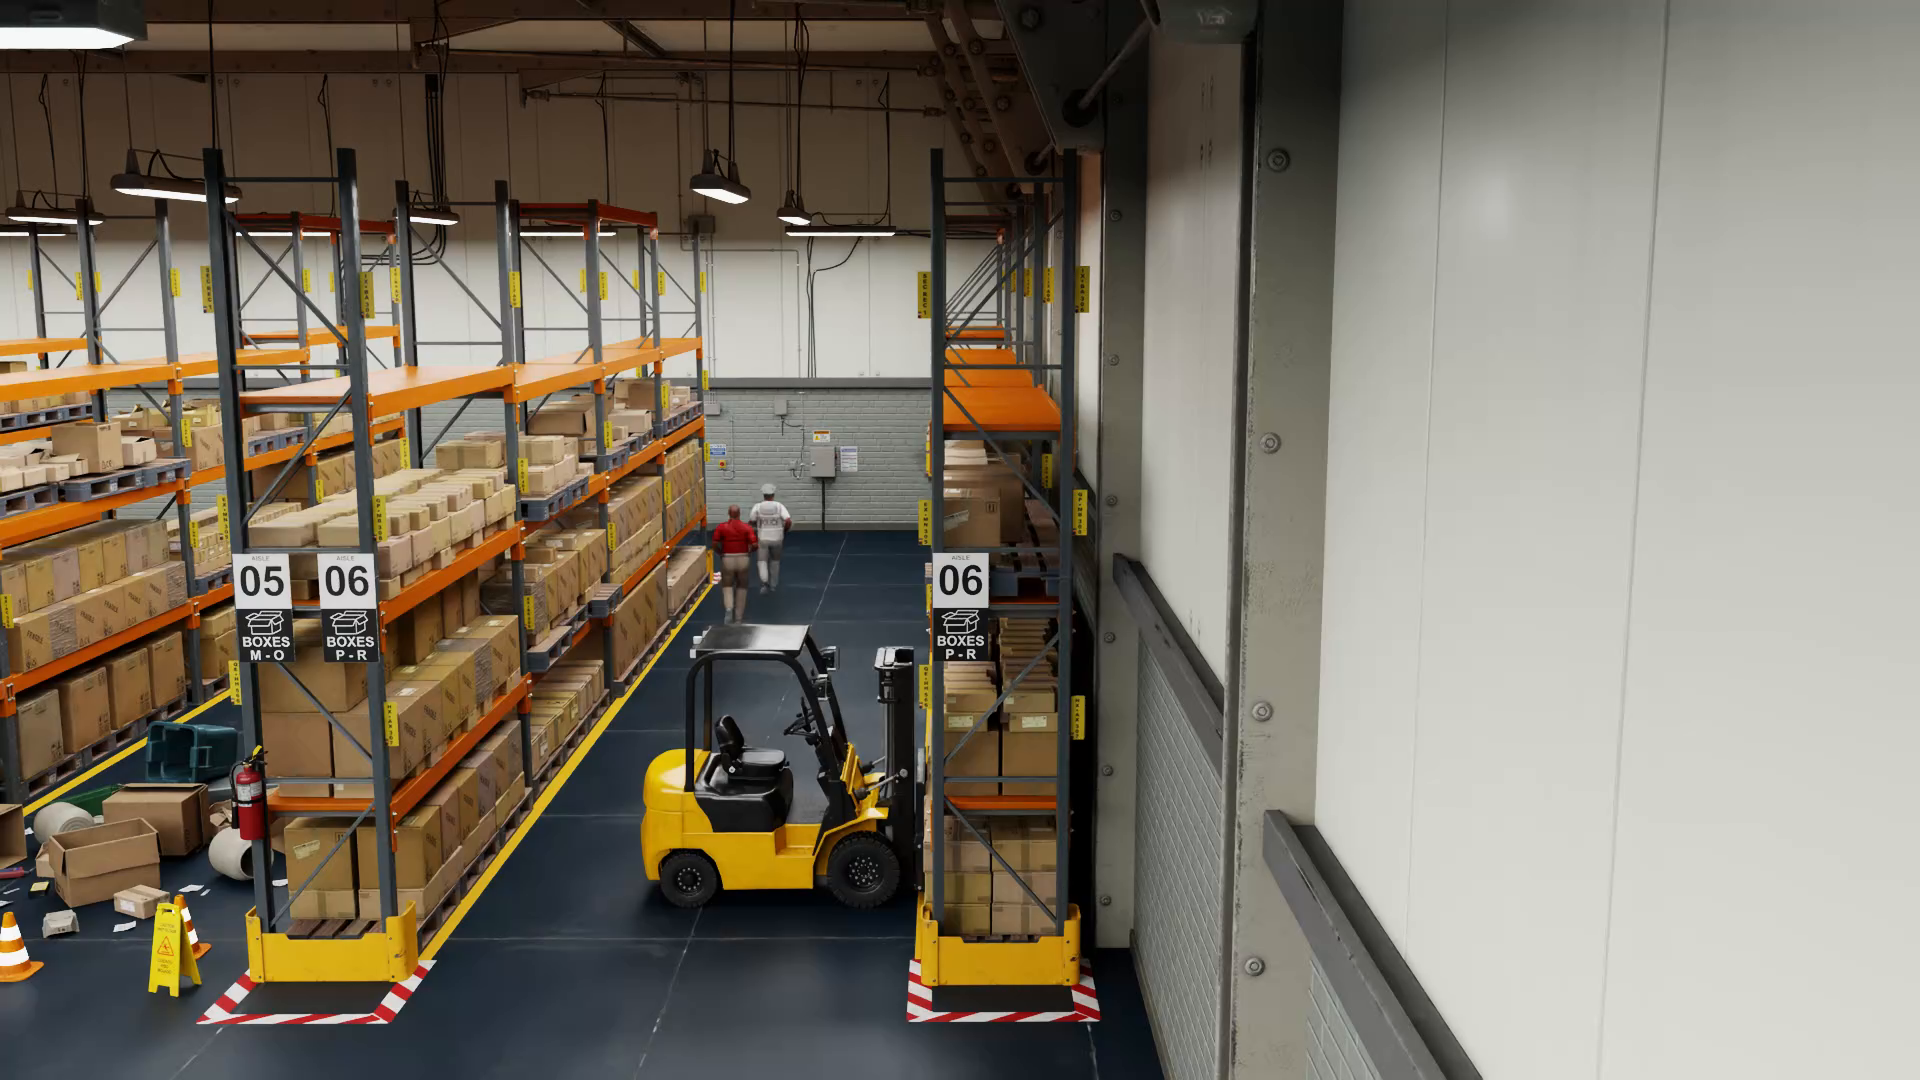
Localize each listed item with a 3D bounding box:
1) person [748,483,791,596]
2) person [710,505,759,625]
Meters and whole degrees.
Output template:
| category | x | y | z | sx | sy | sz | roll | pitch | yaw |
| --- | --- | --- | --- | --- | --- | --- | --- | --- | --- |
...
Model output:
| category | x | y | z | sx | sy | sz | roll | pitch | yaw |
| --- | --- | --- | --- | --- | --- | --- | --- | --- | --- |
| person | -3.003 | -0.022 | 26.291 | 0.675 | 1.756 | 0.817 | -1 | 9 | -7 |
| person | -3.142 | 0.346 | 23.259 | 0.659 | 1.718 | 0.558 | -1 | 9 | -5 |
